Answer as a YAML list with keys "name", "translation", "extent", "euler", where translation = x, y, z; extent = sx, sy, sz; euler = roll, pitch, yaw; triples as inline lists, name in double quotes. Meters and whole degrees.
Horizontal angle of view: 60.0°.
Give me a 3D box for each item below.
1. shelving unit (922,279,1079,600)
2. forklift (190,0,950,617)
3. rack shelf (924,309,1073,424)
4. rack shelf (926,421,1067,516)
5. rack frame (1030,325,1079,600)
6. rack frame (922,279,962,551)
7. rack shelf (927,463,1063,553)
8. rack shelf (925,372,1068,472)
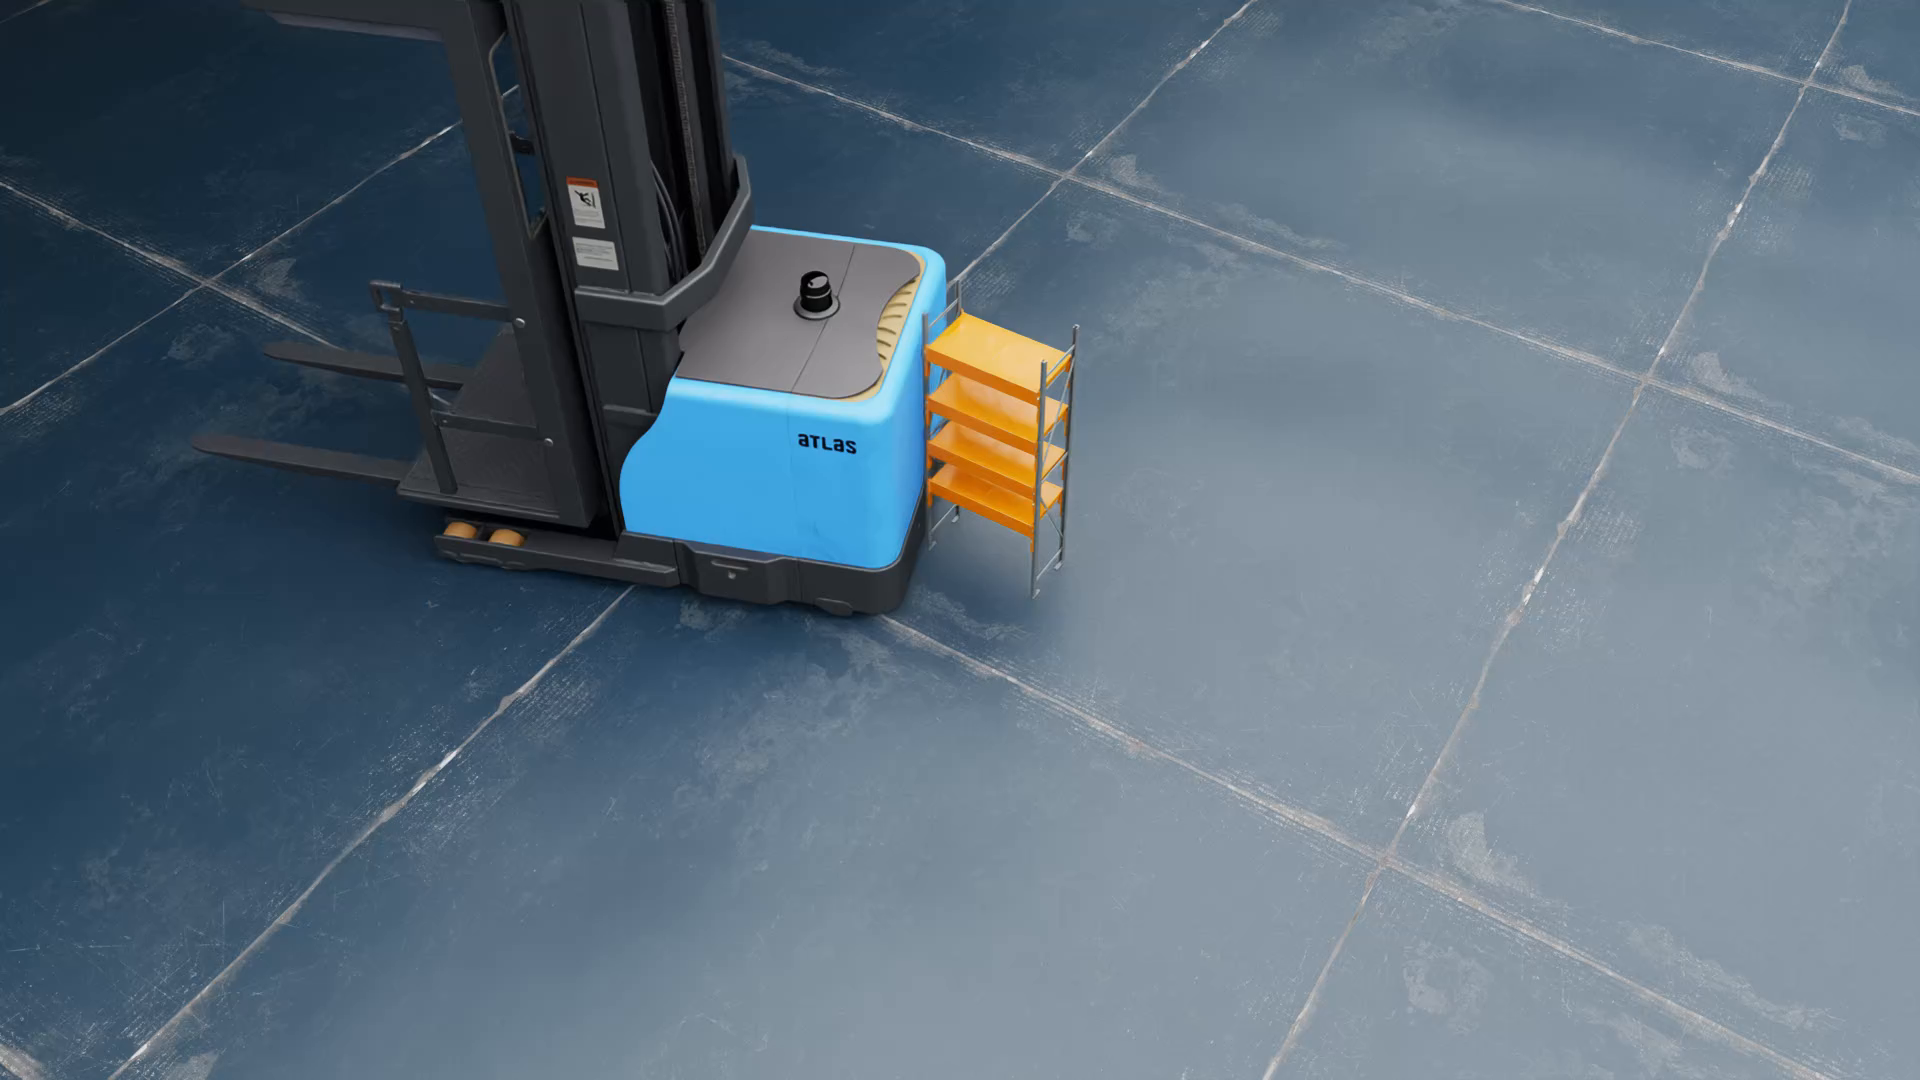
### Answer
- name: "shelving unit"
  translation: [0.141, -0.354, 6.257]
  extent: [0.503, 1.200, 0.258]
  euler: [25, 51, 22]
- name: "forklift"
  translation: [-1.612, -1.266, 5.936]
  extent: [3.031, 2.935, 1.130]
  euler: [9, 46, 8]
- name: "rack shelf"
  translation: [0.141, -0.628, 5.975]
  extent: [0.480, 0.148, 0.258]
  euler: [25, 51, 22]
- name: "rack shelf"
  translation: [0.141, -0.307, 6.305]
  extent: [0.480, 0.148, 0.258]
  euler: [25, 51, 22]
- name: "rack frame"
  translation: [0.346, -0.260, 6.166]
  extent: [0.015, 1.200, 0.240]
  euler: [25, 51, 22]
- name: "rack frame"
  translation: [-0.065, -0.448, 6.349]
  extent: [0.015, 1.200, 0.240]
  euler: [25, 51, 22]
- name: "rack shelf"
  translation: [0.141, -0.169, 6.448]
  extent: [0.480, 0.148, 0.258]
  euler: [25, 51, 22]
- name: "rack shelf"
  translation: [0.141, -0.463, 6.145]
  extent: [0.480, 0.148, 0.258]
  euler: [25, 51, 22]
